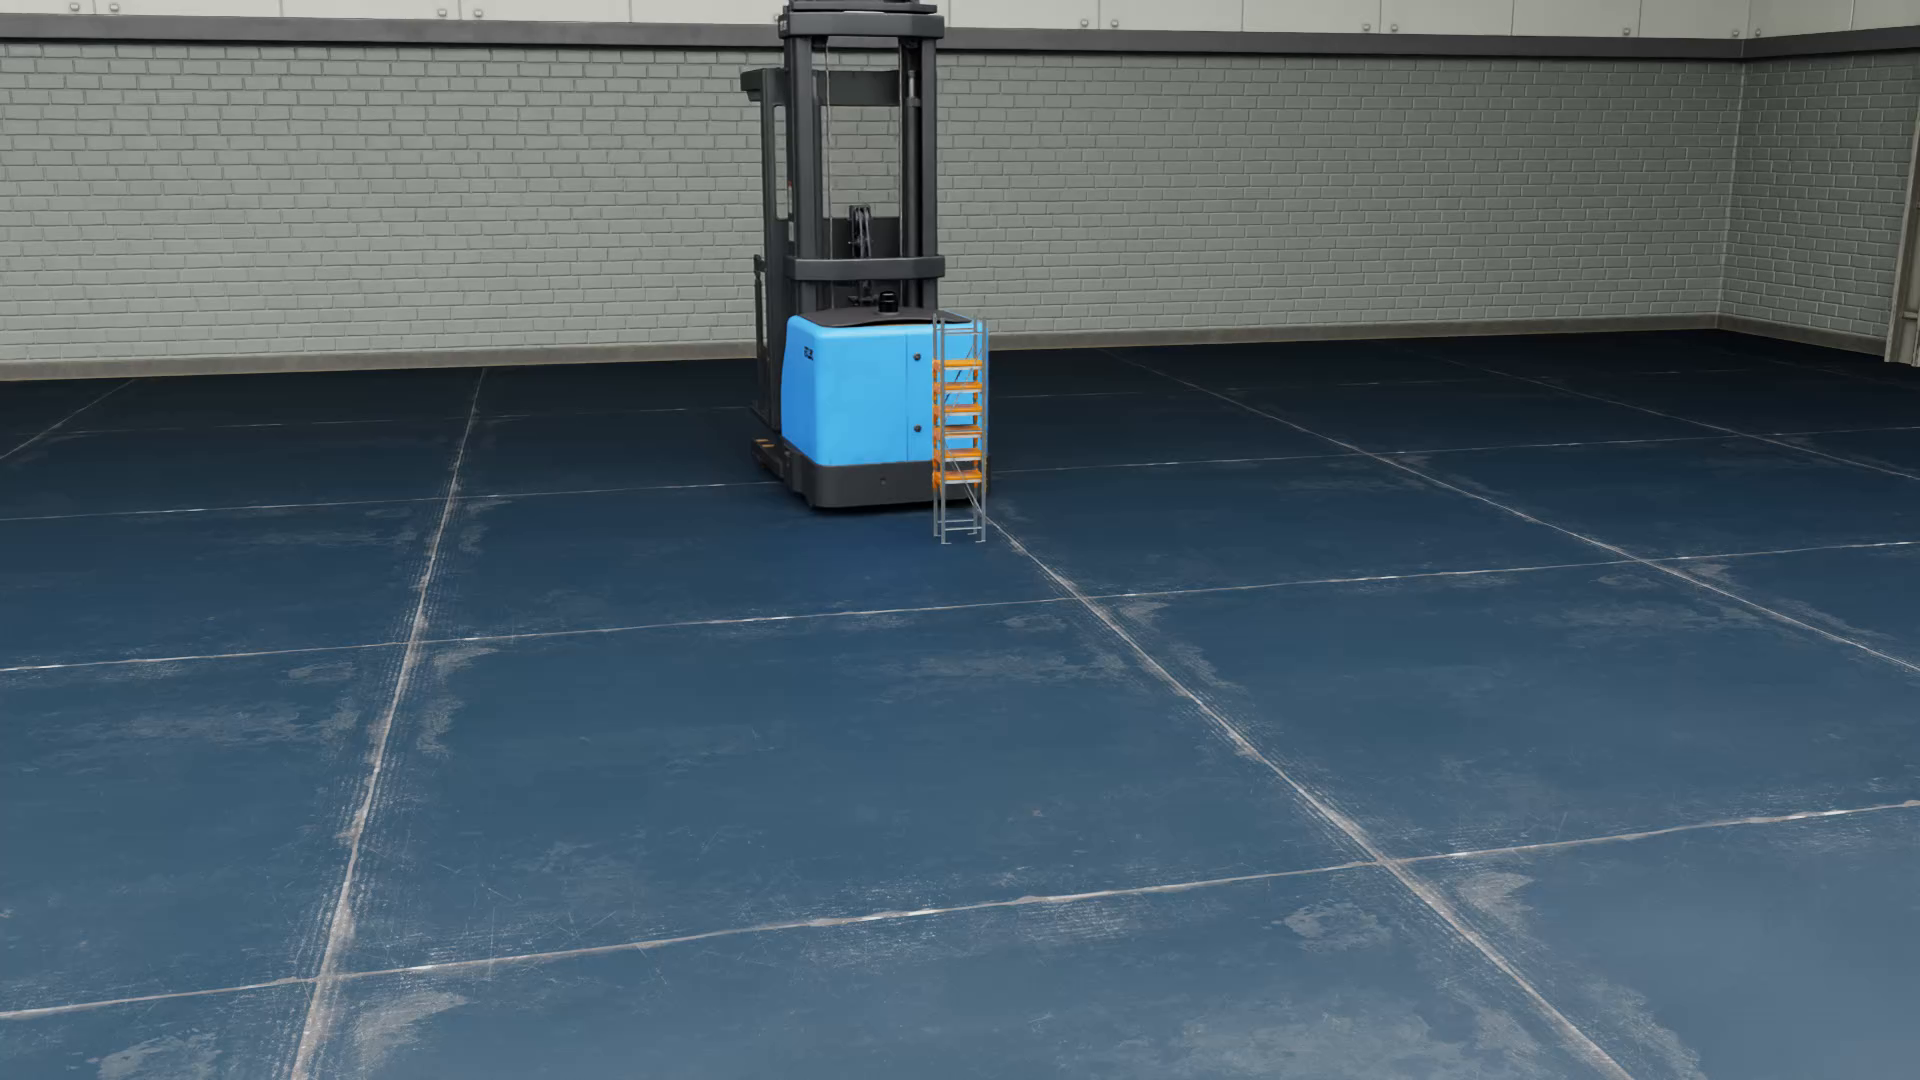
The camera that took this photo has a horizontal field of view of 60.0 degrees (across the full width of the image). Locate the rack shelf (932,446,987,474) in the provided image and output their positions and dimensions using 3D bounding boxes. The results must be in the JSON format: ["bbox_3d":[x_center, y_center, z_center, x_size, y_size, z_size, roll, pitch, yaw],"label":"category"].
[{"bbox_3d":[-0.003,-0.426,8.837,0.258,0.103,0.180,-3,14,-13],"label":"rack shelf"}]

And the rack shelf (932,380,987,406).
[{"bbox_3d":[-0.003,-0.776,8.752,0.258,0.103,0.180,-3,14,-13],"label":"rack shelf"}]

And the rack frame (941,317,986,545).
[{"bbox_3d":[0.018,-0.565,8.712,0.240,1.200,0.006,-3,14,-13],"label":"rack frame"}]

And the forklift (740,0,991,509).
[{"bbox_3d":[-0.749,-1.908,10.560,1.130,2.935,3.031,-4,14,-17],"label":"forklift"}]

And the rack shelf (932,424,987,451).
[{"bbox_3d":[-0.003,-0.543,8.809,0.258,0.103,0.180,-3,14,-13],"label":"rack shelf"}]

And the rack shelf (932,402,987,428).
[{"bbox_3d":[-0.003,-0.660,8.780,0.258,0.103,0.180,-3,14,-13],"label":"rack shelf"}]

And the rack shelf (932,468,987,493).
[{"bbox_3d":[-0.003,-0.310,8.866,0.258,0.103,0.180,-3,14,-13],"label":"rack shelf"}]

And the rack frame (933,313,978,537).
[{"bbox_3d":[-0.025,-0.607,8.885,0.240,1.200,0.006,-3,14,-13],"label":"rack frame"}]

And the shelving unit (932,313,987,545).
[{"bbox_3d":[-0.003,-0.586,8.798,0.258,1.200,0.189,-3,14,-13],"label":"shelving unit"}]

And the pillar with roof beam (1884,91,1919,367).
[{"bbox_3d":[4.868,-5.810,13.748,9.100,9.000,0.400,-3,14,-13],"label":"pillar with roof beam"}]

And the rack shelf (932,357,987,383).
[{"bbox_3d":[-0.003,-0.893,8.723,0.258,0.103,0.180,-3,14,-13],"label":"rack shelf"}]
